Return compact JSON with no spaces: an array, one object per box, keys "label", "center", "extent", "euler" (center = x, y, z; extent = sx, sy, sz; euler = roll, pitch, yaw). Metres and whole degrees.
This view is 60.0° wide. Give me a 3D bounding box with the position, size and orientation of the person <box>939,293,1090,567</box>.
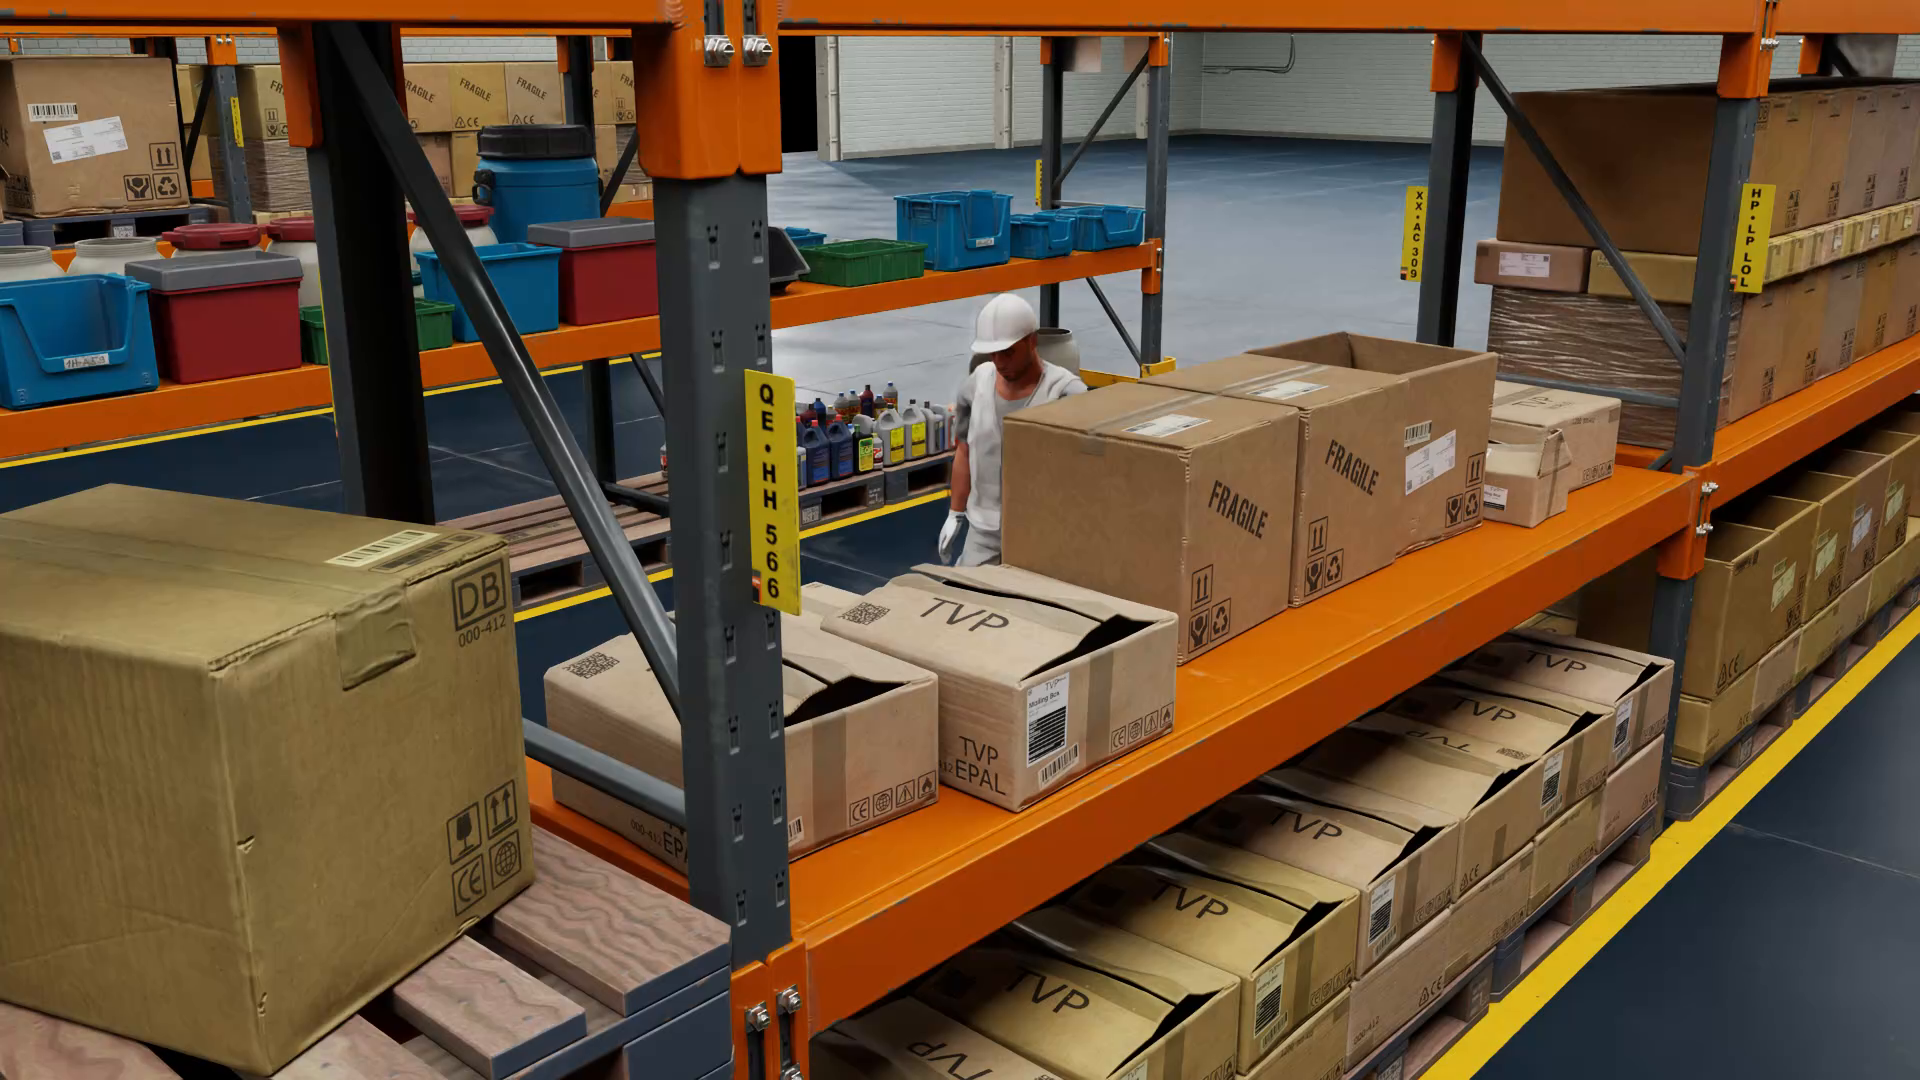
[{"label":"person","center":[0.178,-0.006,5.978],"extent":[0.602,1.774,0.440],"euler":[8,18,24]}]
